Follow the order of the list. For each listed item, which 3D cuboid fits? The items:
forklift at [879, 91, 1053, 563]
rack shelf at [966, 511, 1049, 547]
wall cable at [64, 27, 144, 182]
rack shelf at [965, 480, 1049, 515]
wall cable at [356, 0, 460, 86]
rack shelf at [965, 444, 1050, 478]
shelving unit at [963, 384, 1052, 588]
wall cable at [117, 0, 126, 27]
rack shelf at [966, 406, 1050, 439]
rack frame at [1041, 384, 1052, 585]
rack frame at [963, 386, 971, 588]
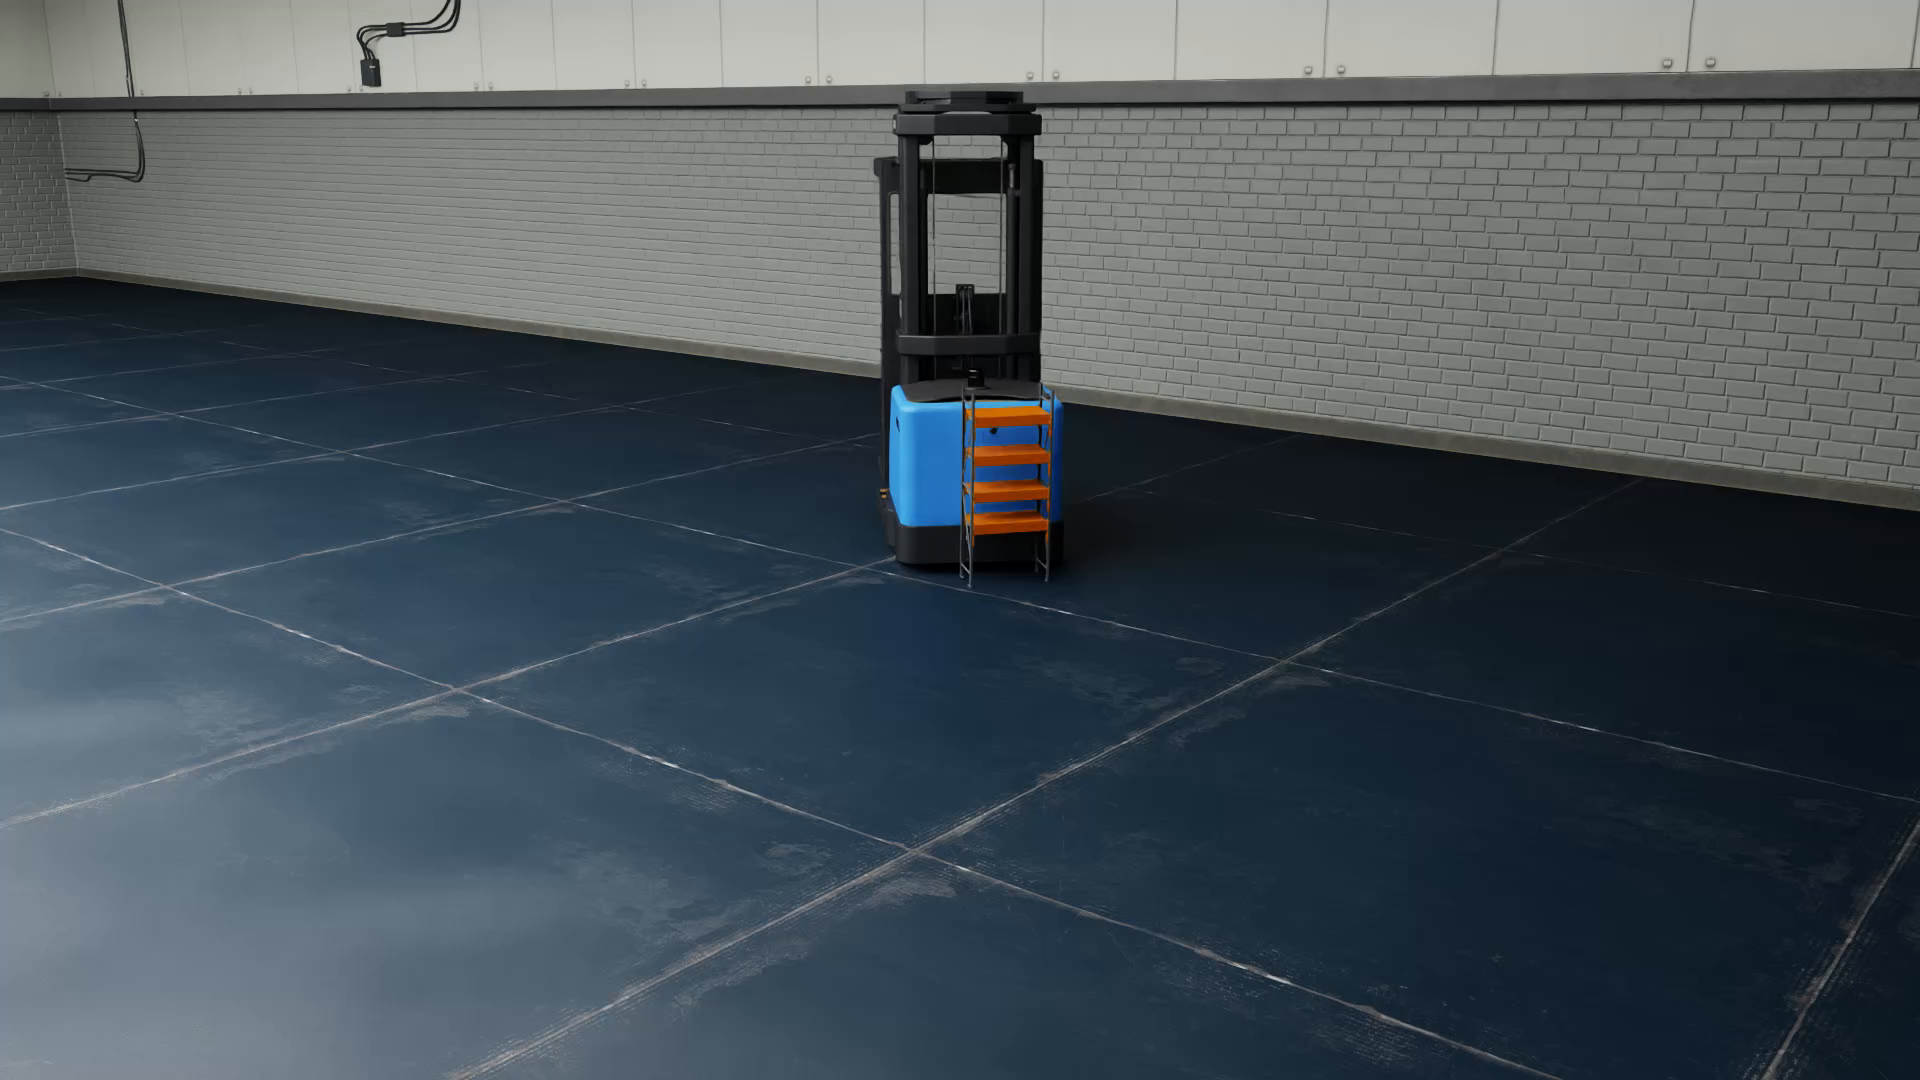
[{"bbox_3d":[0.070,-1.583,11.529,1.130,2.935,3.031,0,14,2],"label":"forklift"},{"bbox_3d":[0.284,-0.069,10.163,0.480,0.148,0.258,-2,14,-7],"label":"rack shelf"},{"bbox_3d":[-14.779,-7.381,28.333,3.097,2.526,0.112,11,18,38],"label":"wall cable"},{"bbox_3d":[0.284,-0.261,10.114,0.480,0.148,0.258,-2,14,-7],"label":"rack shelf"},{"bbox_3d":[-7.405,-9.062,21.737,2.305,6.003,0.169,11,18,38],"label":"wall cable"},{"bbox_3d":[0.284,-0.478,10.059,0.480,0.148,0.258,-2,14,-7],"label":"rack shelf"},{"bbox_3d":[0.284,-0.326,10.098,0.503,1.200,0.258,-2,14,-7],"label":"shelving unit"},{"bbox_3d":[-12.675,-9.410,26.063,3.097,2.526,0.112,11,18,38],"label":"wall cable"},{"bbox_3d":[0.284,-0.707,10.001,0.480,0.148,0.258,-2,14,-7],"label":"rack shelf"},{"bbox_3d":[0.526,-0.334,10.128,0.015,1.200,0.240,-2,14,-7],"label":"rack frame"},{"bbox_3d":[0.042,-0.319,10.067,0.015,1.200,0.240,-2,14,-7],"label":"rack frame"}]
